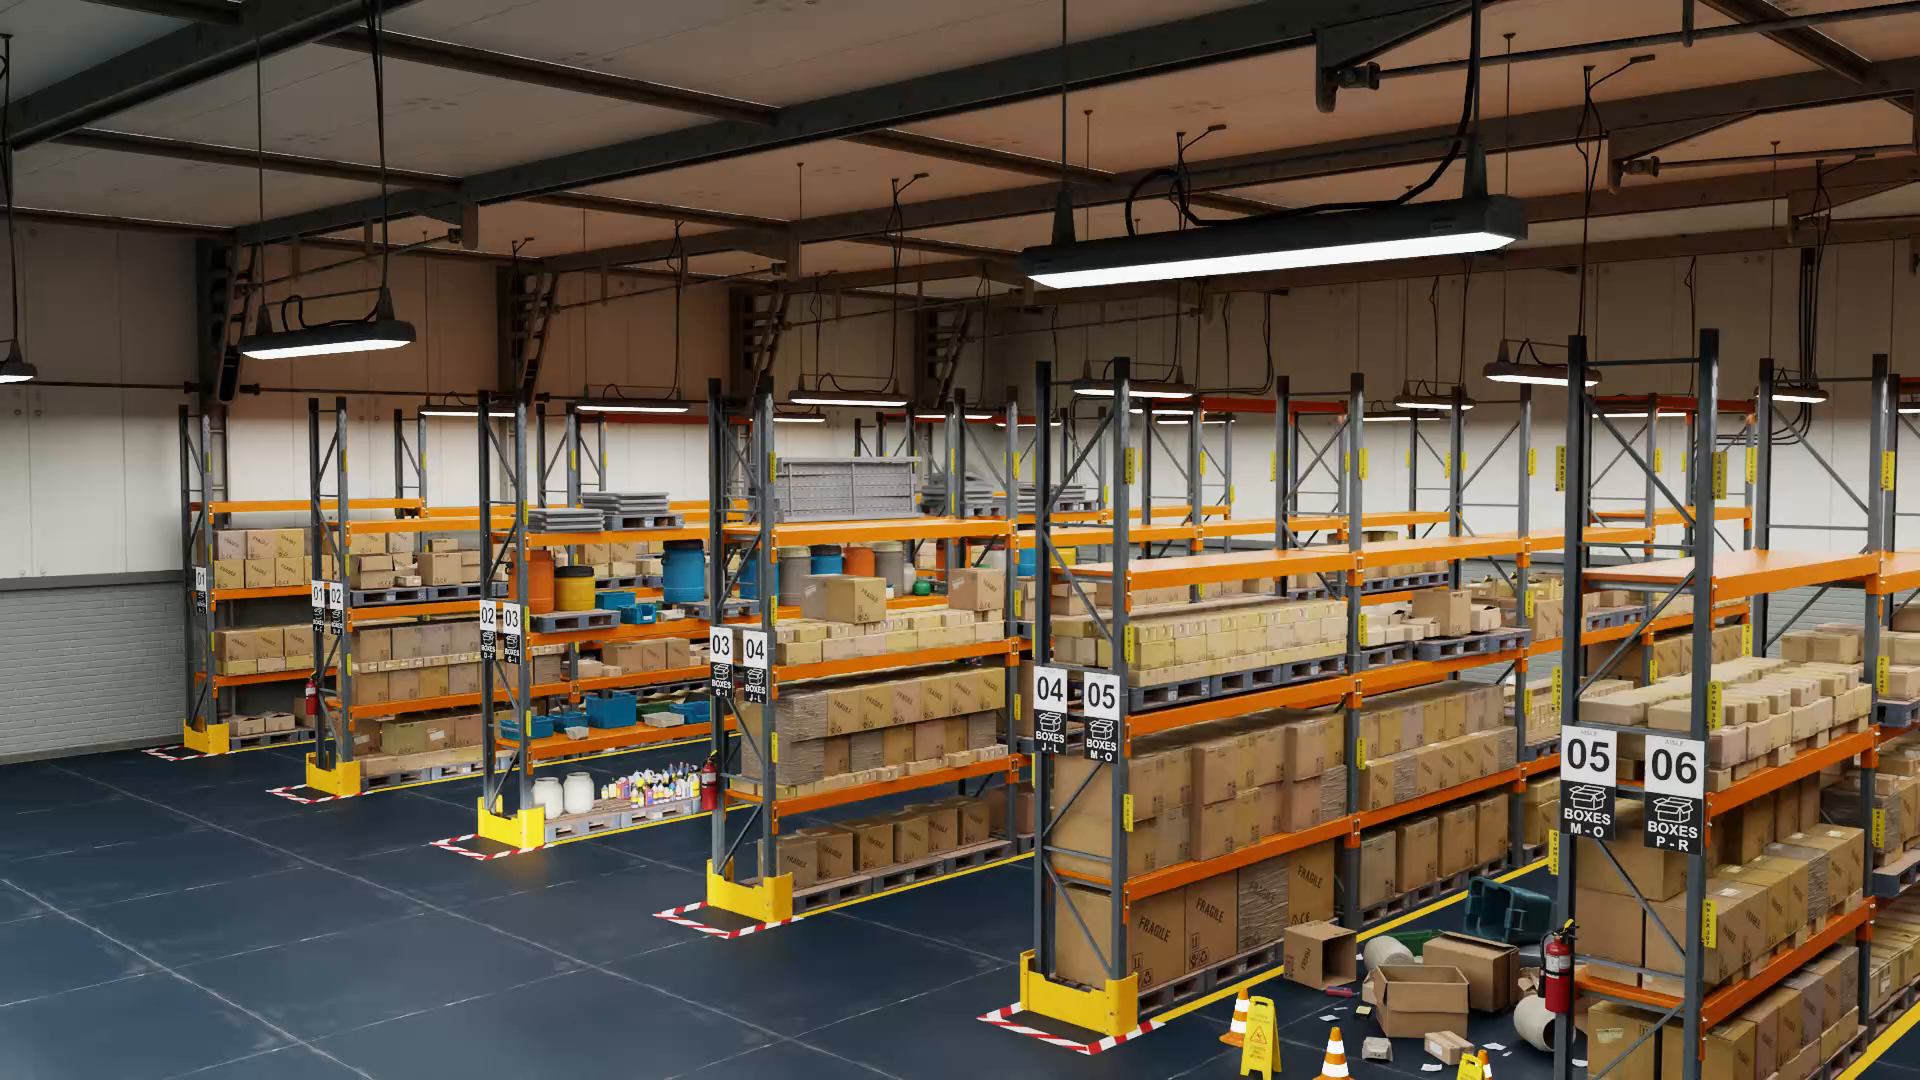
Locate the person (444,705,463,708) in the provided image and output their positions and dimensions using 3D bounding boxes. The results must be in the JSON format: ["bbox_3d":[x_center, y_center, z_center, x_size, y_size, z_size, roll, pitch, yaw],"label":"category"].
[{"bbox_3d":[-8.702,2.827,28.446,0.650,1.682,0.566,2,4,39],"label":"person"}]

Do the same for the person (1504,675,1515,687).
[{"bbox_3d":[8.600,2.953,25.582,0.657,1.789,0.989,3,4,40],"label":"person"}]
